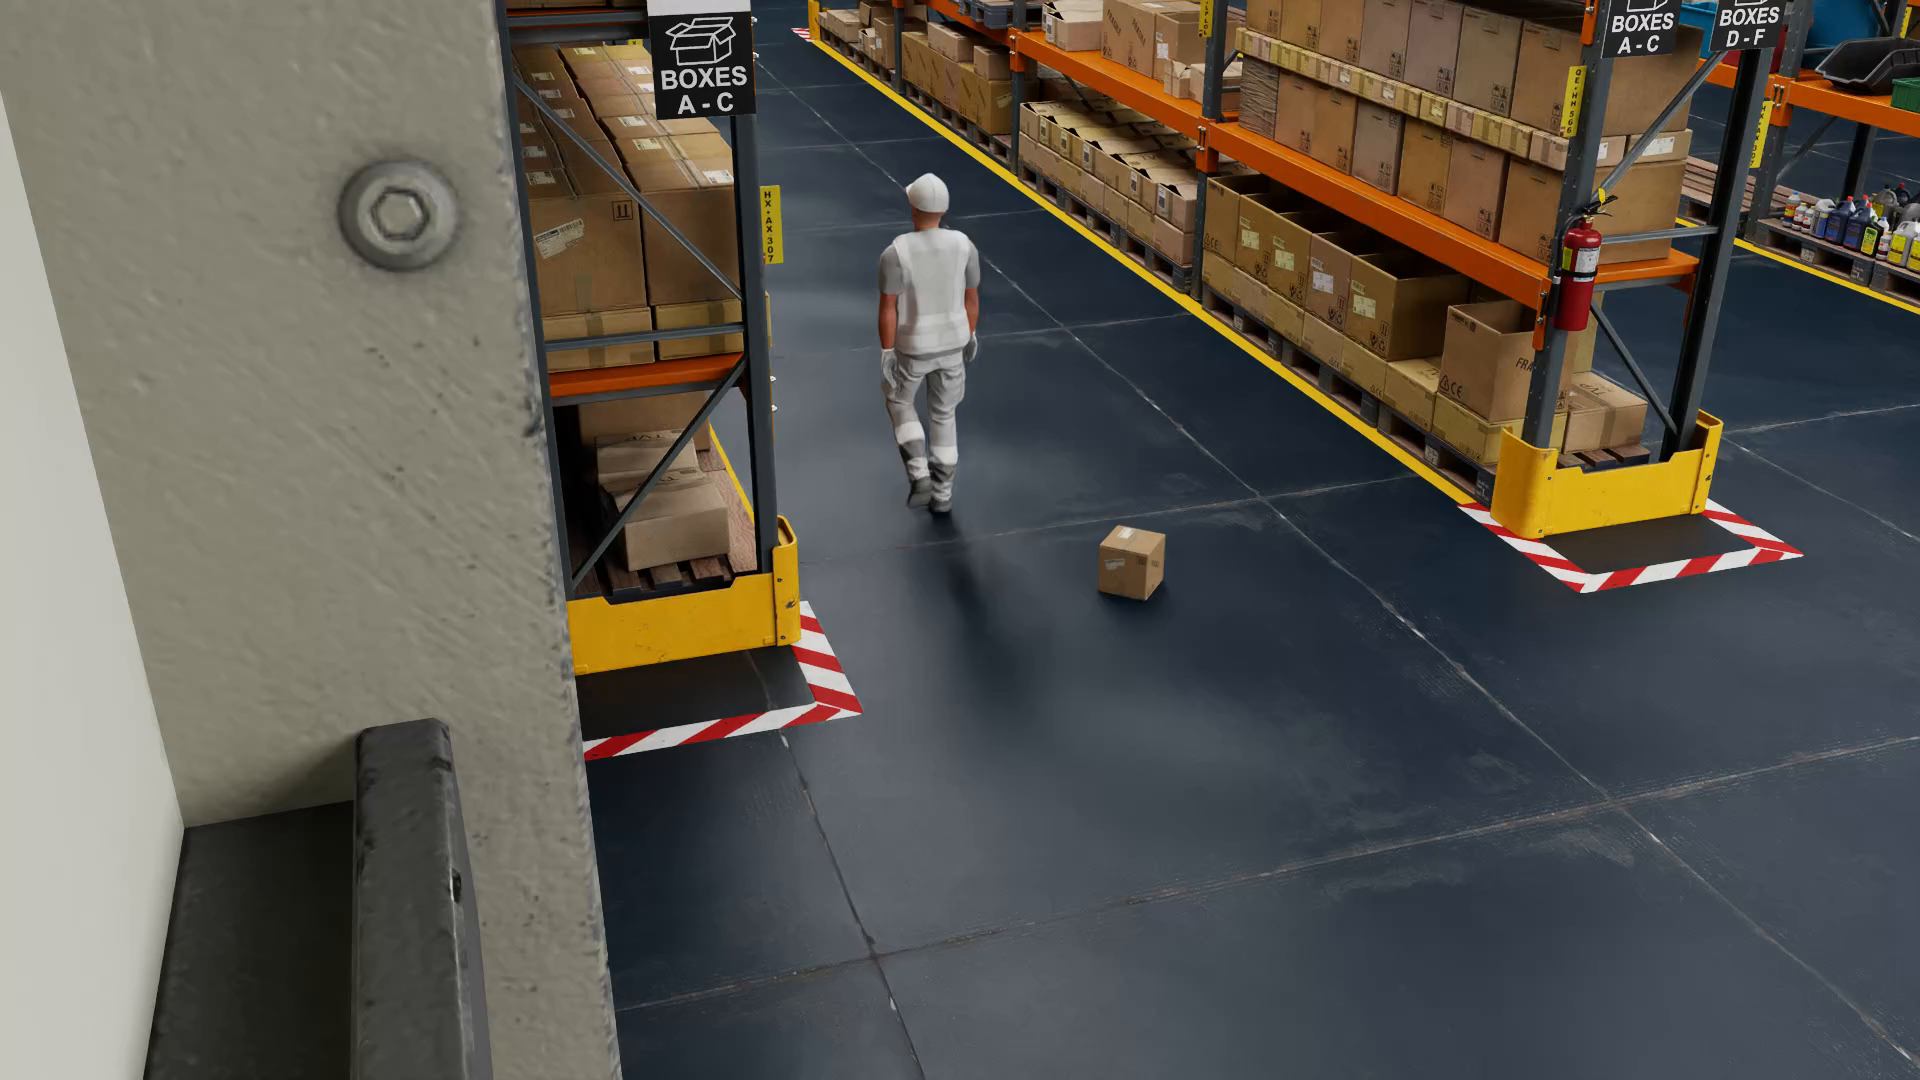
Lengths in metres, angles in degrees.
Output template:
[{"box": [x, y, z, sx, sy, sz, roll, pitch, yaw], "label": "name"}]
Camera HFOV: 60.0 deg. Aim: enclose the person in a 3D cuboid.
[{"box": [-0.164, -0.999, 8.573, 0.570, 1.795, 0.462, -7, 27, -14], "label": "person"}]
